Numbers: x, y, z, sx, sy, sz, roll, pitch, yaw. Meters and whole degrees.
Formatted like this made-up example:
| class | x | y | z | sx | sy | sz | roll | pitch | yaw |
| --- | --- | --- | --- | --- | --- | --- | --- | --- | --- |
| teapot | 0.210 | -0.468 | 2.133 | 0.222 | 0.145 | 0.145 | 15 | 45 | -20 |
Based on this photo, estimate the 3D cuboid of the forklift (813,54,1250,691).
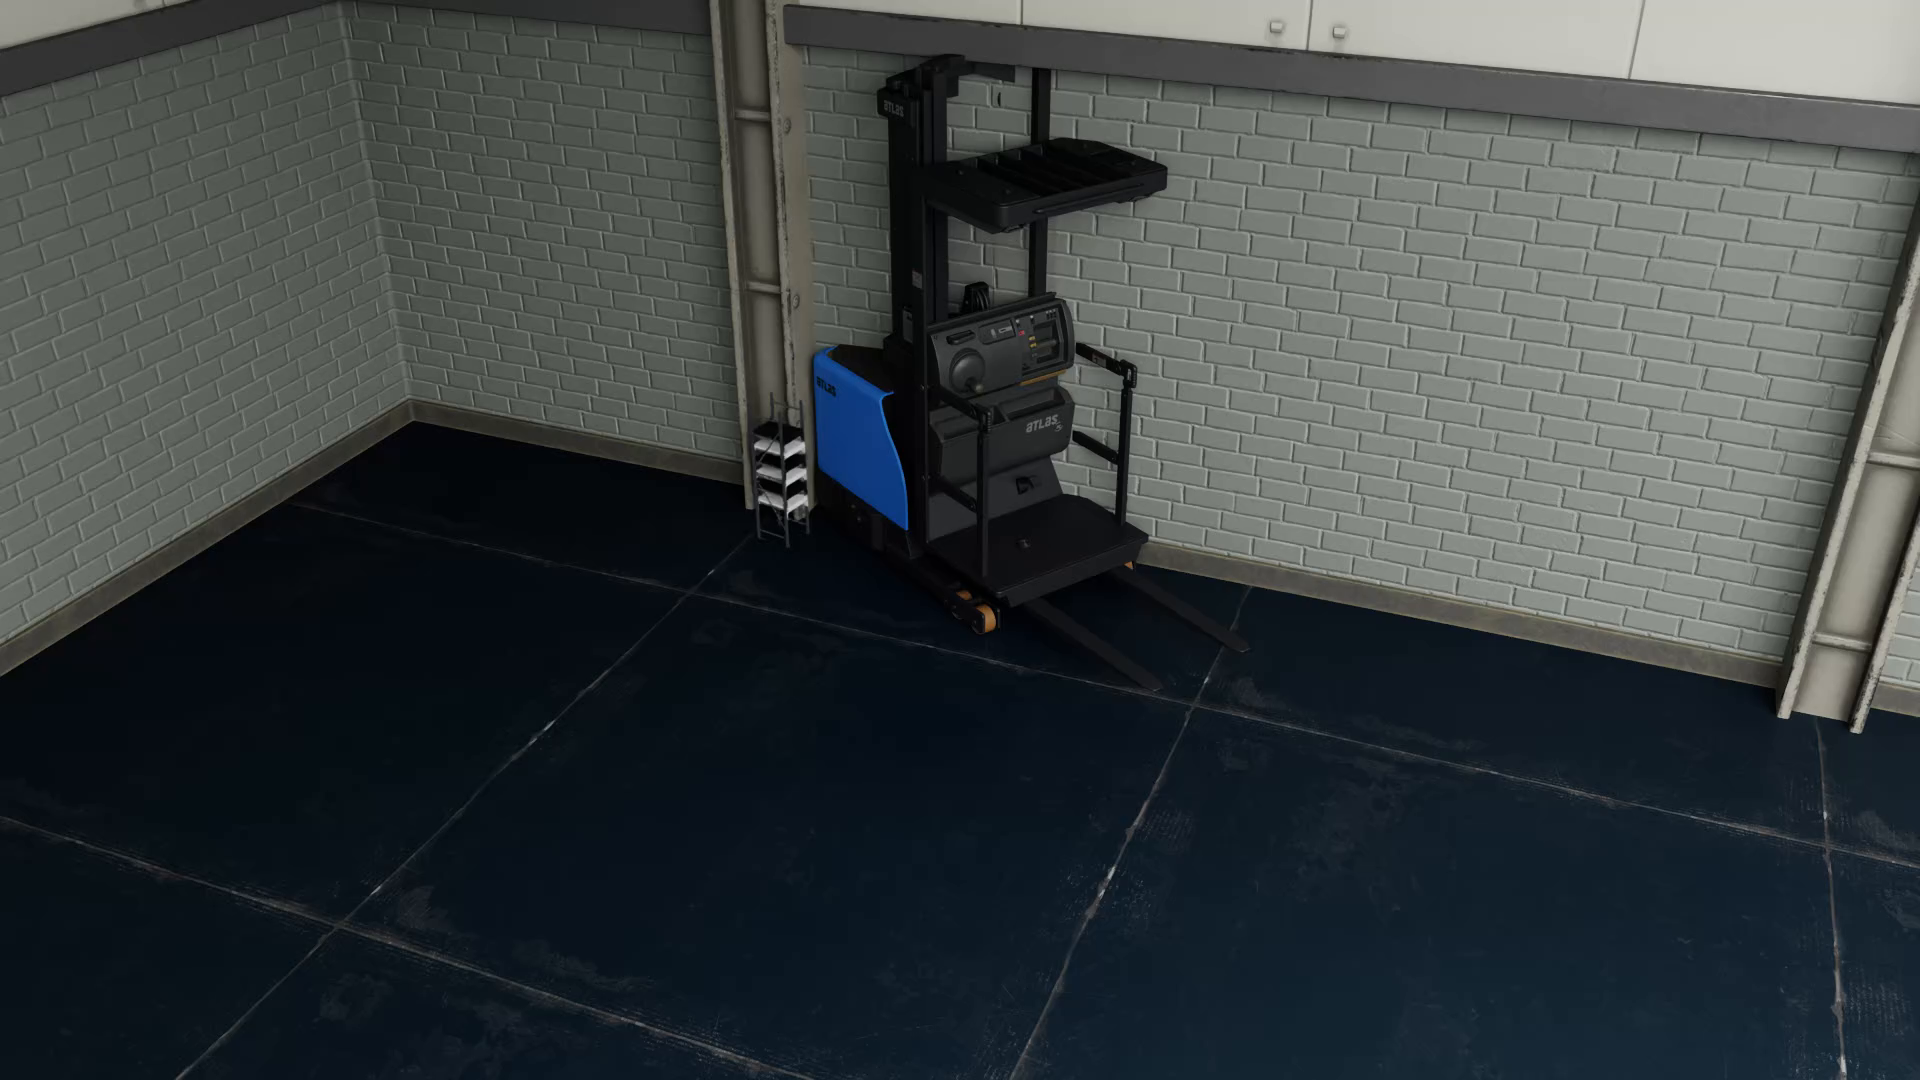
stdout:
| class | x | y | z | sx | sy | sz | roll | pitch | yaw |
| --- | --- | --- | --- | --- | --- | --- | --- | --- | --- |
| forklift | 0.367 | -1.024 | 8.994 | 1.130 | 2.935 | 3.031 | -19 | 35 | -30 |

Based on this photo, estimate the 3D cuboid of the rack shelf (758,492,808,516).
| class | x | y | z | sx | sy | sz | roll | pitch | yaw |
| --- | --- | --- | --- | --- | --- | --- | --- | --- | --- |
| rack shelf | -1.082 | -0.230 | 10.087 | 0.258 | 0.077 | 0.200 | 17 | 34 | 28 |

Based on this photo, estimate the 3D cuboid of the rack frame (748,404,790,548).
| class | x | y | z | sx | sy | sz | roll | pitch | yaw |
| --- | --- | --- | --- | --- | --- | --- | --- | --- | --- |
| rack frame | -1.137 | -0.373 | 9.907 | 0.240 | 0.900 | 0.006 | 17 | 34 | 28 |

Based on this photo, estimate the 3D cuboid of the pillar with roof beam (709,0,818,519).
| class | x | y | z | sx | sy | sz | roll | pitch | yaw |
| --- | --- | --- | --- | --- | --- | --- | --- | --- | --- |
| pillar with roof beam | -2.737 | -2.189 | 4.889 | 0.400 | 9.000 | 9.100 | 11 | 31 | 19 |

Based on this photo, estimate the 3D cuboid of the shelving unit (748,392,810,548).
| class | x | y | z | sx | sy | sz | roll | pitch | yaw |
| --- | --- | --- | --- | --- | --- | --- | --- | --- | --- |
| shelving unit | -1.082 | -0.416 | 9.981 | 0.258 | 0.900 | 0.210 | 17 | 34 | 28 |

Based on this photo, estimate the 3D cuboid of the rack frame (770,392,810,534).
| class | x | y | z | sx | sy | sz | roll | pitch | yaw |
| --- | --- | --- | --- | --- | --- | --- | --- | --- | --- |
| rack frame | -1.028 | -0.458 | 10.056 | 0.240 | 0.900 | 0.006 | 17 | 34 | 28 |

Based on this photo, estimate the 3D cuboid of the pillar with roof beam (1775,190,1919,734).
| class | x | y | z | sx | sy | sz | roll | pitch | yaw |
| --- | --- | --- | --- | --- | --- | --- | --- | --- | --- |
| pillar with roof beam | 2.823 | -1.079 | 2.925 | 0.400 | 9.000 | 9.100 | 11 | 31 | 19 |

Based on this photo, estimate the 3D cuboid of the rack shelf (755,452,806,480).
| class | x | y | z | sx | sy | sz | roll | pitch | yaw |
| --- | --- | --- | --- | --- | --- | --- | --- | --- | --- |
| rack shelf | -1.082 | -0.465 | 9.953 | 0.258 | 0.077 | 0.200 | 17 | 34 | 28 |

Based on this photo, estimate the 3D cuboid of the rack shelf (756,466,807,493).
| class | x | y | z | sx | sy | sz | roll | pitch | yaw |
| --- | --- | --- | --- | --- | --- | --- | --- | --- | --- |
| rack shelf | -1.082 | -0.387 | 9.998 | 0.258 | 0.077 | 0.200 | 17 | 34 | 28 |

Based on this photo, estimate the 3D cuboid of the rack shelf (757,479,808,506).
| class | x | y | z | sx | sy | sz | roll | pitch | yaw |
| --- | --- | --- | --- | --- | --- | --- | --- | --- | --- |
| rack shelf | -1.082 | -0.309 | 10.042 | 0.258 | 0.077 | 0.200 | 17 | 34 | 28 |

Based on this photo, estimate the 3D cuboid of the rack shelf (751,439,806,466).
| class | x | y | z | sx | sy | sz | roll | pitch | yaw |
| --- | --- | --- | --- | --- | --- | --- | --- | --- | --- |
| rack shelf | -1.083 | -0.543 | 9.909 | 0.258 | 0.077 | 0.200 | 17 | 34 | 28 |

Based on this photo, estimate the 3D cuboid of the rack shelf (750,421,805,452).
| class | x | y | z | sx | sy | sz | roll | pitch | yaw |
| --- | --- | --- | --- | --- | --- | --- | --- | --- | --- |
| rack shelf | -1.083 | -0.621 | 9.864 | 0.258 | 0.077 | 0.200 | 17 | 34 | 28 |
